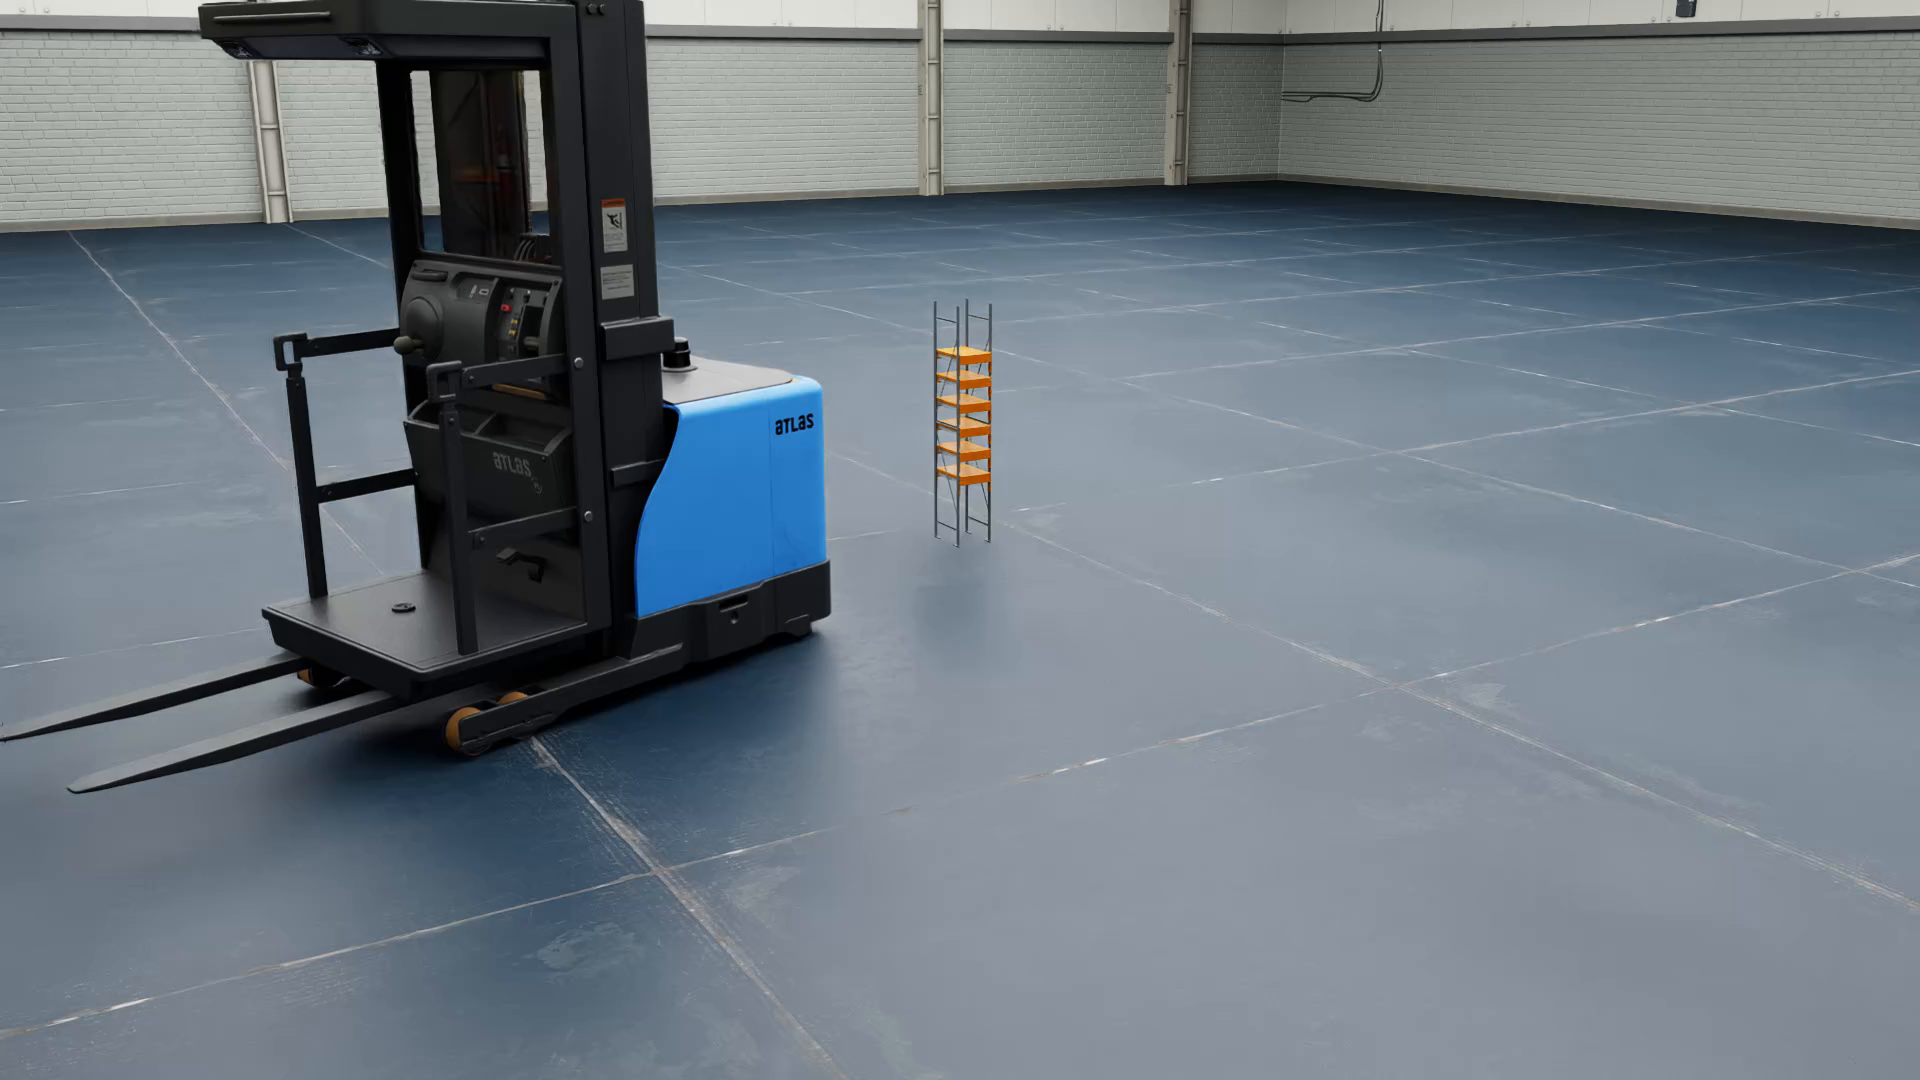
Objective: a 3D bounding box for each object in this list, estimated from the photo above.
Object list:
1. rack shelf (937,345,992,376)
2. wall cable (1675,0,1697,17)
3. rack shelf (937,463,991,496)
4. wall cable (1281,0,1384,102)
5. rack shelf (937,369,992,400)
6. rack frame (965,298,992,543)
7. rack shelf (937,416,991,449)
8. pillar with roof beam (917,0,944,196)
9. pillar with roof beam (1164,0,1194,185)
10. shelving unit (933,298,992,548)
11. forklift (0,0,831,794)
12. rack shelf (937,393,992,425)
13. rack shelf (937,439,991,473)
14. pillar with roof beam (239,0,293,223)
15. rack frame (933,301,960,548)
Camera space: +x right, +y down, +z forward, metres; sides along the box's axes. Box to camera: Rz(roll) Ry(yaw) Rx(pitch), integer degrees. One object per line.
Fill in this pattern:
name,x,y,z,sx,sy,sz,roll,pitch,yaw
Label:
rack shelf,0.012,-0.884,8.170,0.180,0.103,0.258,-9,18,-30
wall cable,12.664,-11.440,26.247,0.169,6.003,2.305,-9,18,-30
rack shelf,0.012,-0.306,8.332,0.180,0.103,0.258,-9,18,-30
wall cable,7.789,-10.506,34.969,0.112,2.526,3.097,-9,18,-30
rack shelf,0.012,-0.768,8.202,0.180,0.103,0.258,-9,18,-30
rack frame,0.091,-0.592,8.300,0.006,1.200,0.240,-9,18,-30
rack shelf,0.012,-0.537,8.267,0.180,0.103,0.258,-9,18,-30
pillar with roof beam,1.656,-10.067,27.651,0.400,9.000,9.100,-9,18,-30
pillar with roof beam,6.799,-10.901,30.627,0.400,9.000,9.100,-9,18,-30
shelving unit,0.012,-0.580,8.255,0.189,1.200,0.258,-9,18,-30
forklift,-1.886,-0.818,5.897,1.130,2.935,3.031,13,20,39
rack shelf,0.012,-0.653,8.235,0.180,0.103,0.258,-9,18,-30
rack shelf,0.012,-0.421,8.299,0.180,0.103,0.258,-9,18,-30
pillar with roof beam,-8.630,-8.399,21.701,0.400,9.000,9.100,-9,18,-30
rack frame,-0.066,-0.567,8.210,0.006,1.200,0.240,-9,18,-30
